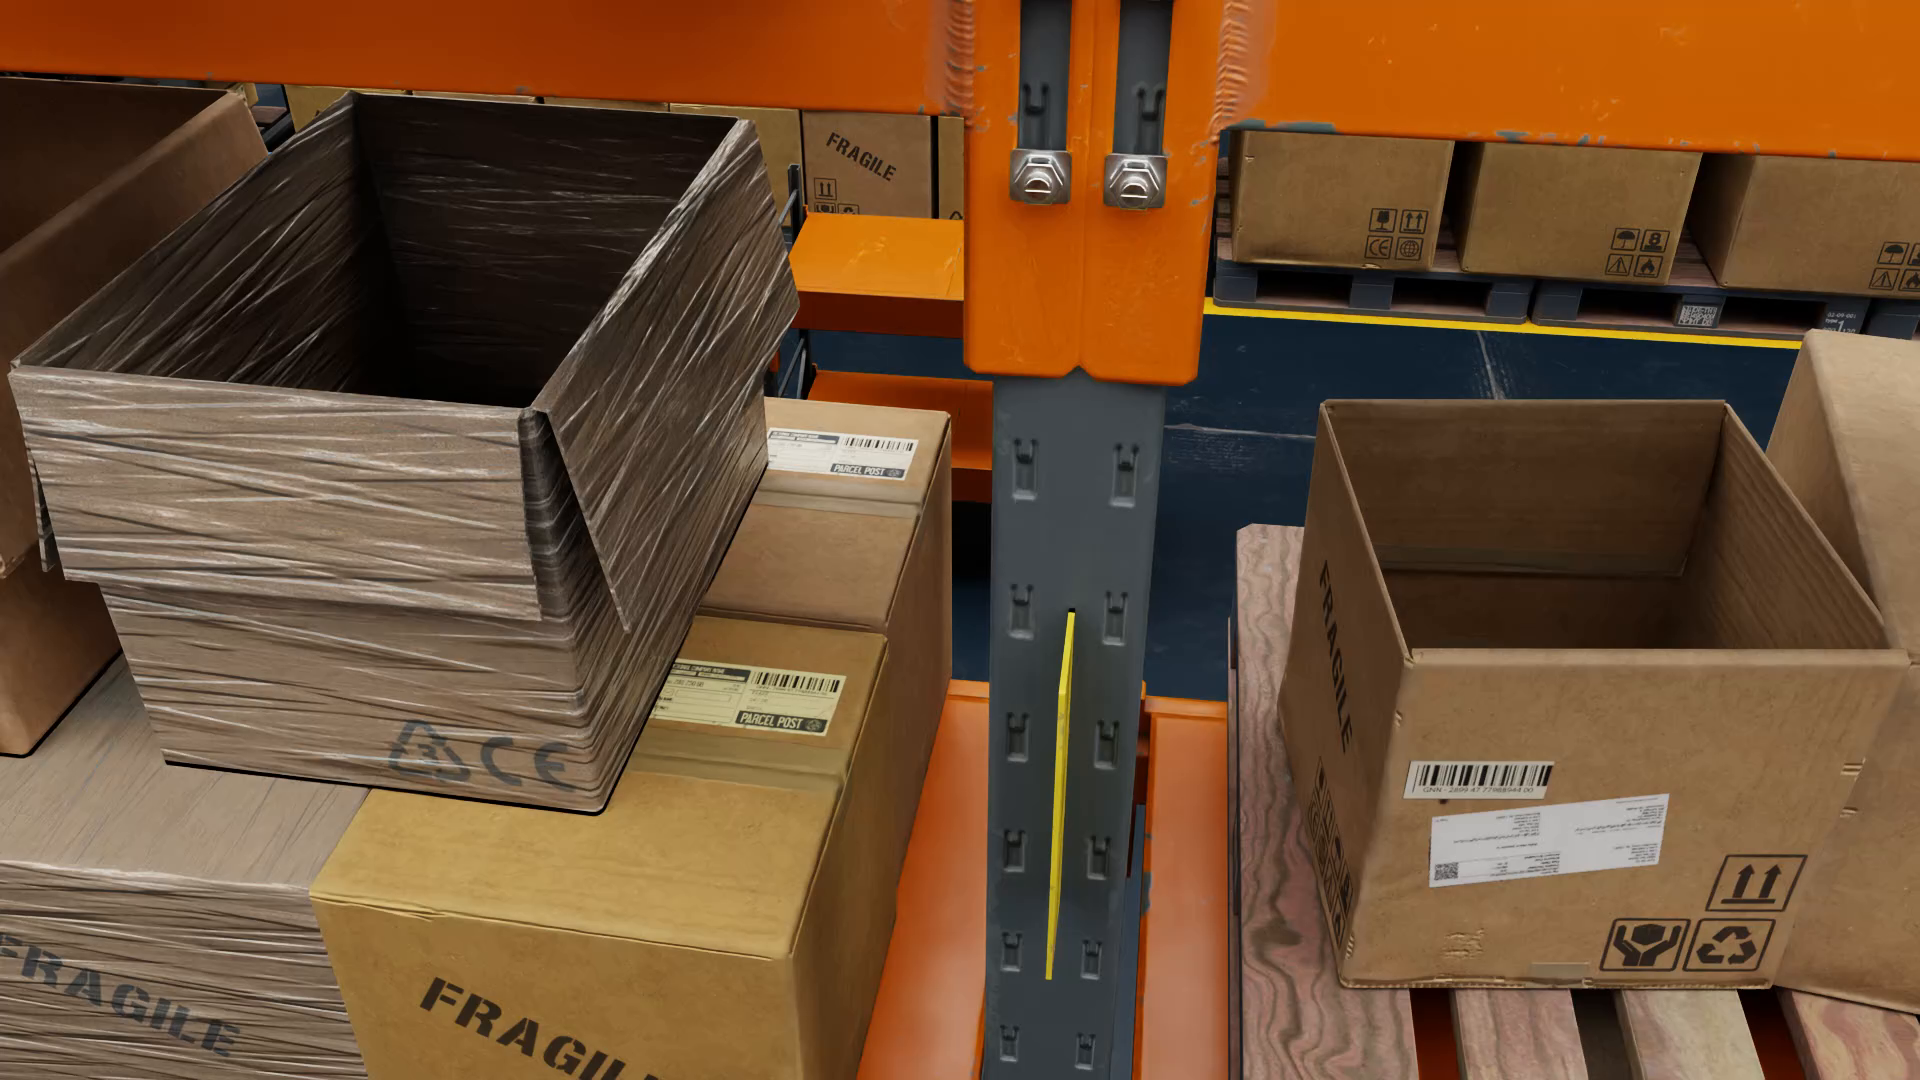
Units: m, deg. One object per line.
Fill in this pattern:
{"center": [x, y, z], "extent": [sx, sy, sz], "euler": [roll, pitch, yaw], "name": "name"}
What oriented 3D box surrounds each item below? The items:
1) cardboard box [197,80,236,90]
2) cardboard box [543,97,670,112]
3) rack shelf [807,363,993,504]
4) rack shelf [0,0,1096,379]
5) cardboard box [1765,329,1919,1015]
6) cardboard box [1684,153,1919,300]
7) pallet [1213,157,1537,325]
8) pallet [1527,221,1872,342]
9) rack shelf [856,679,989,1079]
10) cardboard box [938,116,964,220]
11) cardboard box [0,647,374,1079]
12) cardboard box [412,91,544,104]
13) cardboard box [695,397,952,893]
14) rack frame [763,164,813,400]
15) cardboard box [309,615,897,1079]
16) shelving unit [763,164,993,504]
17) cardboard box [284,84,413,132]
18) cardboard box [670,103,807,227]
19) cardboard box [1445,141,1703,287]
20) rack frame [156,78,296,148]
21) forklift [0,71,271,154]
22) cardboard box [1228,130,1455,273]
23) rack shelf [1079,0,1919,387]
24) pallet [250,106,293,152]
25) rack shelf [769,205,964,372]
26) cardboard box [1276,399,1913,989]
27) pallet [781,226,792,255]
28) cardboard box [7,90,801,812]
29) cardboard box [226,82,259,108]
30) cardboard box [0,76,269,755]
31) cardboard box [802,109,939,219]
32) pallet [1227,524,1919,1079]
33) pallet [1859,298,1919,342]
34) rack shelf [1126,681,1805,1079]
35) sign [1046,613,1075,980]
{"center": [-3.405, -2.121, 7.477], "extent": [0.250, 0.149, 0.380], "euler": [6, 36, 8], "name": "cardboard box"}
{"center": [-1.341, -1.655, 6.778], "extent": [0.500, 0.500, 0.500], "euler": [5, 36, 7], "name": "cardboard box"}
{"center": [-0.007, -0.259, 5.066], "extent": [1.000, 0.278, 0.538], "euler": [4, 36, 6], "name": "rack shelf"}
{"center": [-1.834, -0.708, 1.697], "extent": [4.000, 0.370, 1.077], "euler": [4, 36, 6], "name": "rack shelf"}
{"center": [1.257, 0.157, 2.001], "extent": [0.500, 0.500, 0.700], "euler": [9, 37, 13], "name": "cardboard box"}
{"center": [3.265, -1.509, 6.358], "extent": [0.750, 0.750, 1.050], "euler": [4, 36, 6], "name": "cardboard box"}
{"center": [1.654, -1.246, 6.814], "extent": [1.213, 0.211, 1.003], "euler": [4, 36, 6], "name": "pallet"}
{"center": [2.860, -1.154, 6.685], "extent": [1.213, 0.211, 1.003], "euler": [4, 36, 6], "name": "pallet"}
{"center": [-1.834, 0.513, 2.569], "extent": [4.000, 0.370, 1.077], "euler": [4, 36, 6], "name": "rack shelf"}
{"center": [0.195, -1.534, 6.608], "extent": [0.500, 0.500, 0.500], "euler": [4, 36, 6], "name": "cardboard box"}
{"center": [-0.865, 0.393, 2.031], "extent": [0.500, 0.500, 0.500], "euler": [4, 36, 6], "name": "cardboard box"}
{"center": [-1.862, -1.686, 6.821], "extent": [0.500, 0.500, 0.500], "euler": [6, 36, 8], "name": "cardboard box"}
{"center": [-0.298, 0.134, 2.393], "extent": [0.500, 0.500, 0.500], "euler": [5, 36, 7], "name": "cardboard box"}
{"center": [-0.511, -0.496, 4.977], "extent": [0.032, 1.125, 0.500], "euler": [4, 36, 6], "name": "rack frame"}
{"center": [-0.372, 0.433, 1.975], "extent": [0.500, 0.500, 0.500], "euler": [5, 36, 7], "name": "cardboard box"}
{"center": [-0.007, -0.458, 4.924], "extent": [1.048, 1.125, 0.538], "euler": [4, 36, 6], "name": "shelving unit"}
{"center": [-2.387, -1.724, 6.874], "extent": [0.500, 0.500, 0.500], "euler": [6, 36, 8], "name": "cardboard box"}
{"center": [-0.846, -1.604, 6.706], "extent": [0.500, 0.500, 0.500], "euler": [3, 36, 4], "name": "cardboard box"}
{"center": [2.342, -1.578, 6.454], "extent": [0.750, 0.750, 1.050], "euler": [5, 36, 7], "name": "cardboard box"}
{"center": [-3.086, -2.778, 6.561], "extent": [0.127, 3.000, 1.000], "euler": [4, 36, 6], "name": "rack frame"}
{"center": [-3.120, -1.241, 4.465], "extent": [3.031, 2.935, 1.130], "euler": [1, 36, 1], "name": "forklift"}
{"center": [1.474, -1.641, 6.542], "extent": [0.750, 0.750, 1.050], "euler": [4, 36, 5], "name": "cardboard box"}
{"center": [2.133, -0.412, 1.283], "extent": [4.000, 0.370, 1.077], "euler": [4, 36, 6], "name": "rack shelf"}
{"center": [-3.757, -1.673, 7.412], "extent": [1.213, 0.211, 1.003], "euler": [4, 36, 6], "name": "pallet"}
{"center": [-0.007, -0.697, 4.754], "extent": [1.000, 0.278, 0.538], "euler": [4, 36, 6], "name": "rack shelf"}
{"center": [0.690, 0.173, 1.978], "extent": [0.500, 0.500, 0.500], "euler": [0, 36, 0], "name": "cardboard box"}
{"center": [-1.100, -1.498, 7.167], "extent": [1.213, 0.211, 1.003], "euler": [4, 36, 6], "name": "pallet"}
{"center": [-0.574, -0.145, 1.921], "extent": [0.637, 0.503, 0.797], "euler": [5, 36, 8], "name": "cardboard box"}
{"center": [-3.406, -2.001, 7.564], "extent": [0.250, 0.149, 0.380], "euler": [3, 36, 4], "name": "cardboard box"}
{"center": [-1.220, -0.194, 1.991], "extent": [0.637, 0.503, 0.797], "euler": [5, 36, 7], "name": "cardboard box"}
{"center": [-0.319, -1.575, 6.664], "extent": [0.500, 0.500, 0.500], "euler": [6, 36, 8], "name": "cardboard box"}
{"center": [0.870, 0.437, 2.220], "extent": [1.003, 0.211, 1.213], "euler": [4, 36, 6], "name": "pallet"}
{"center": [4.074, -1.065, 6.561], "extent": [1.213, 0.211, 1.003], "euler": [4, 36, 6], "name": "pallet"}
{"center": [2.133, 0.809, 2.154], "extent": [4.000, 0.370, 1.077], "euler": [4, 36, 6], "name": "rack shelf"}
{"center": [0.082, 0.217, 1.368], "extent": [0.005, 0.325, 0.100], "euler": [4, 36, 6], "name": "sign"}
